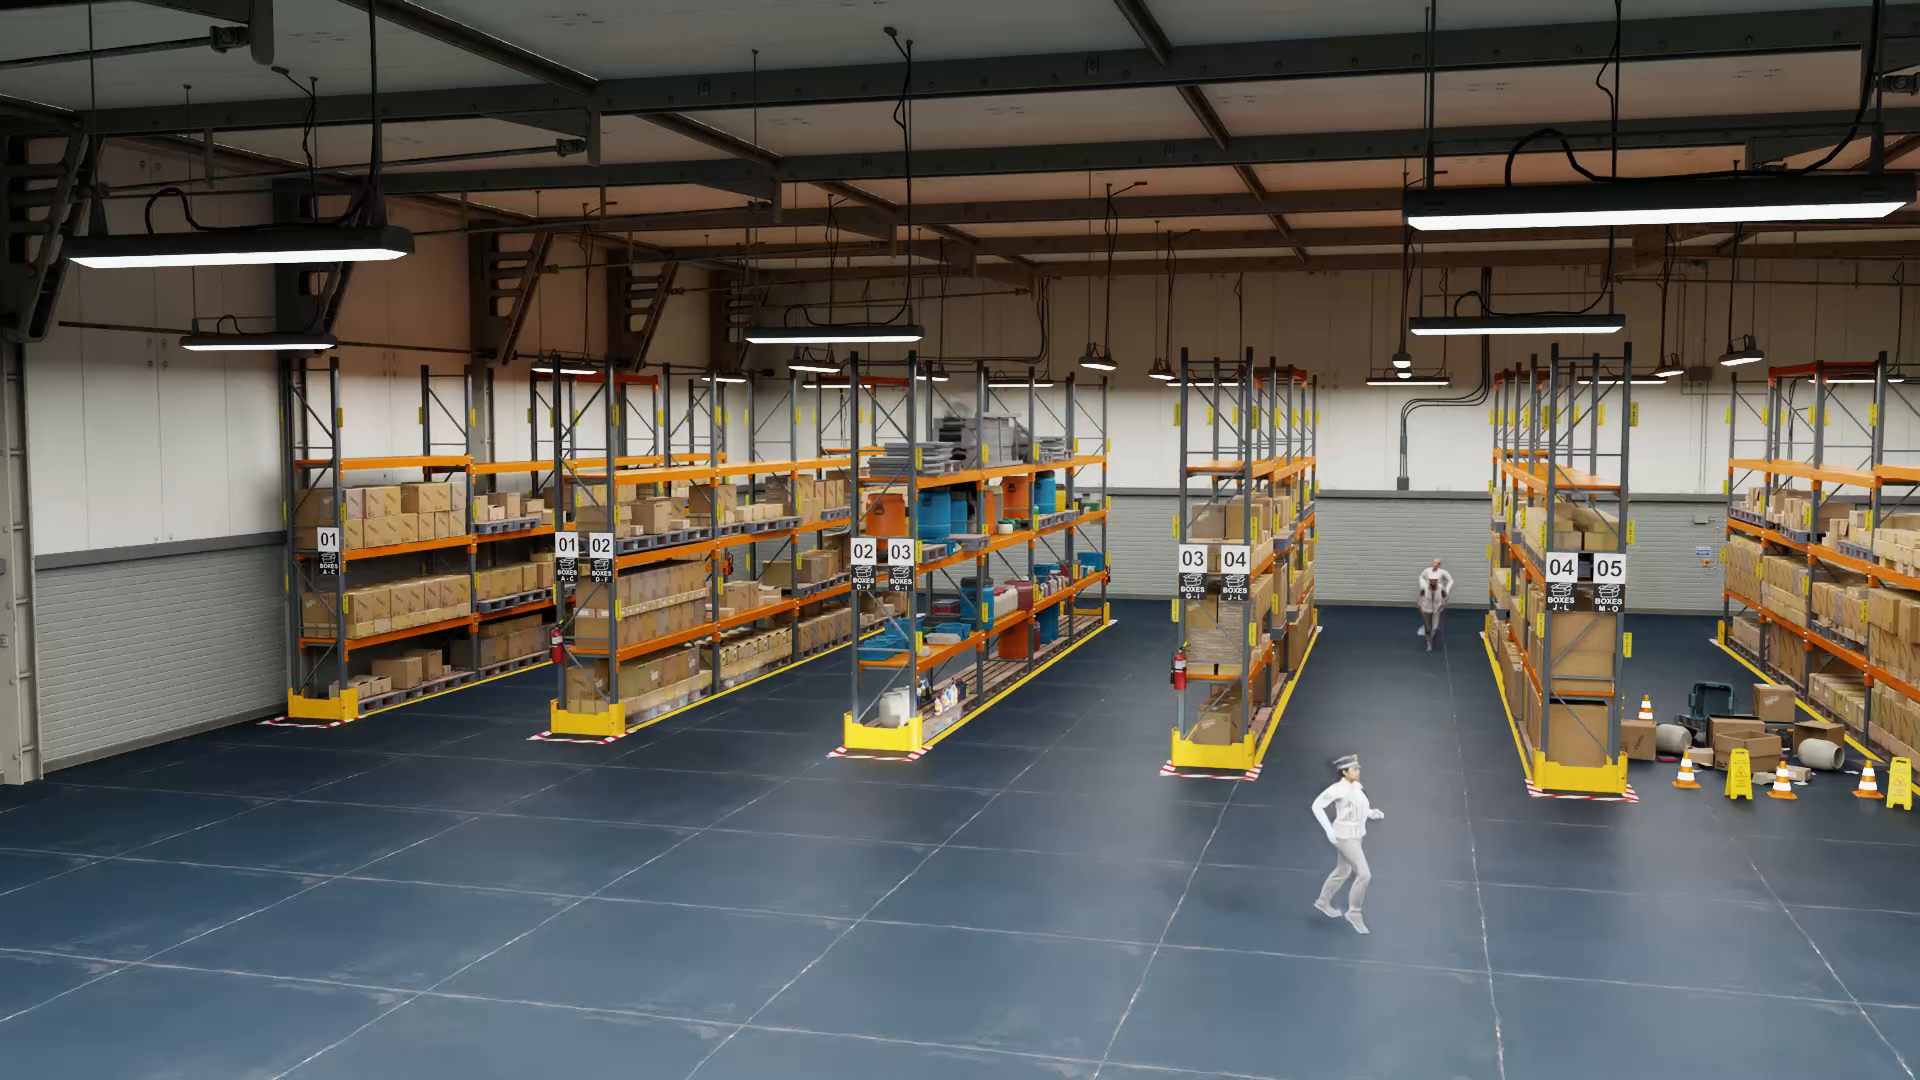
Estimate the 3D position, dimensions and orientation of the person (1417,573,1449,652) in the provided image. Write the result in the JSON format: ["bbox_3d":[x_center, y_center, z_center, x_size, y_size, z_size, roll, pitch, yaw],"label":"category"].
[{"bbox_3d":[10.197,1.531,35.891,0.650,1.709,0.842,1,4,8],"label":"person"}]

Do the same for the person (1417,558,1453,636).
[{"bbox_3d":[10.917,1.310,38.360,0.777,1.785,0.778,-4,6,-44],"label":"person"}]

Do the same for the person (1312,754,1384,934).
[{"bbox_3d":[3.808,2.965,16.334,0.740,1.747,0.578,3,5,37],"label":"person"}]
